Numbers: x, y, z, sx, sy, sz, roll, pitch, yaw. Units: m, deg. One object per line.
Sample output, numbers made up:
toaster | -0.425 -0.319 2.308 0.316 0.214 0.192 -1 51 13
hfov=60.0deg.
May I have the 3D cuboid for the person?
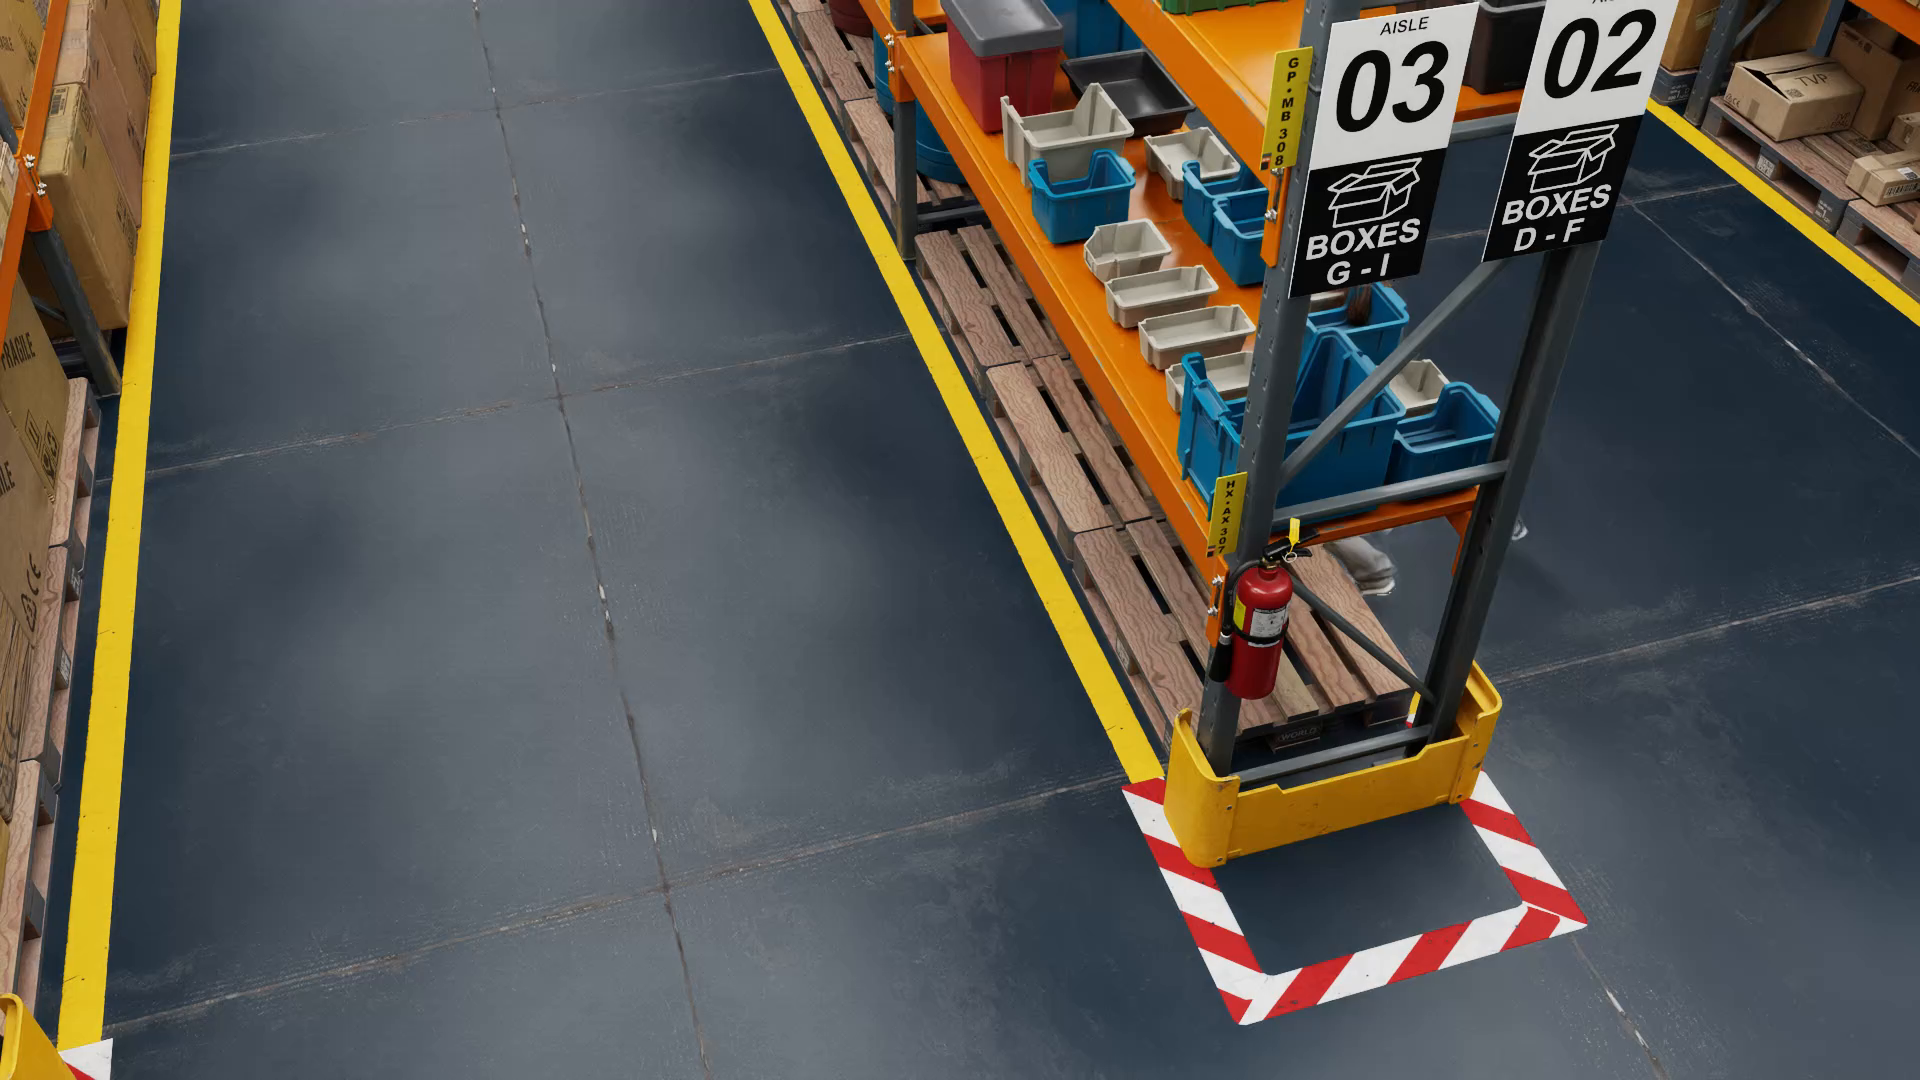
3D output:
person | 1.424 -0.431 6.596 0.838 1.474 0.442 10 44 11
